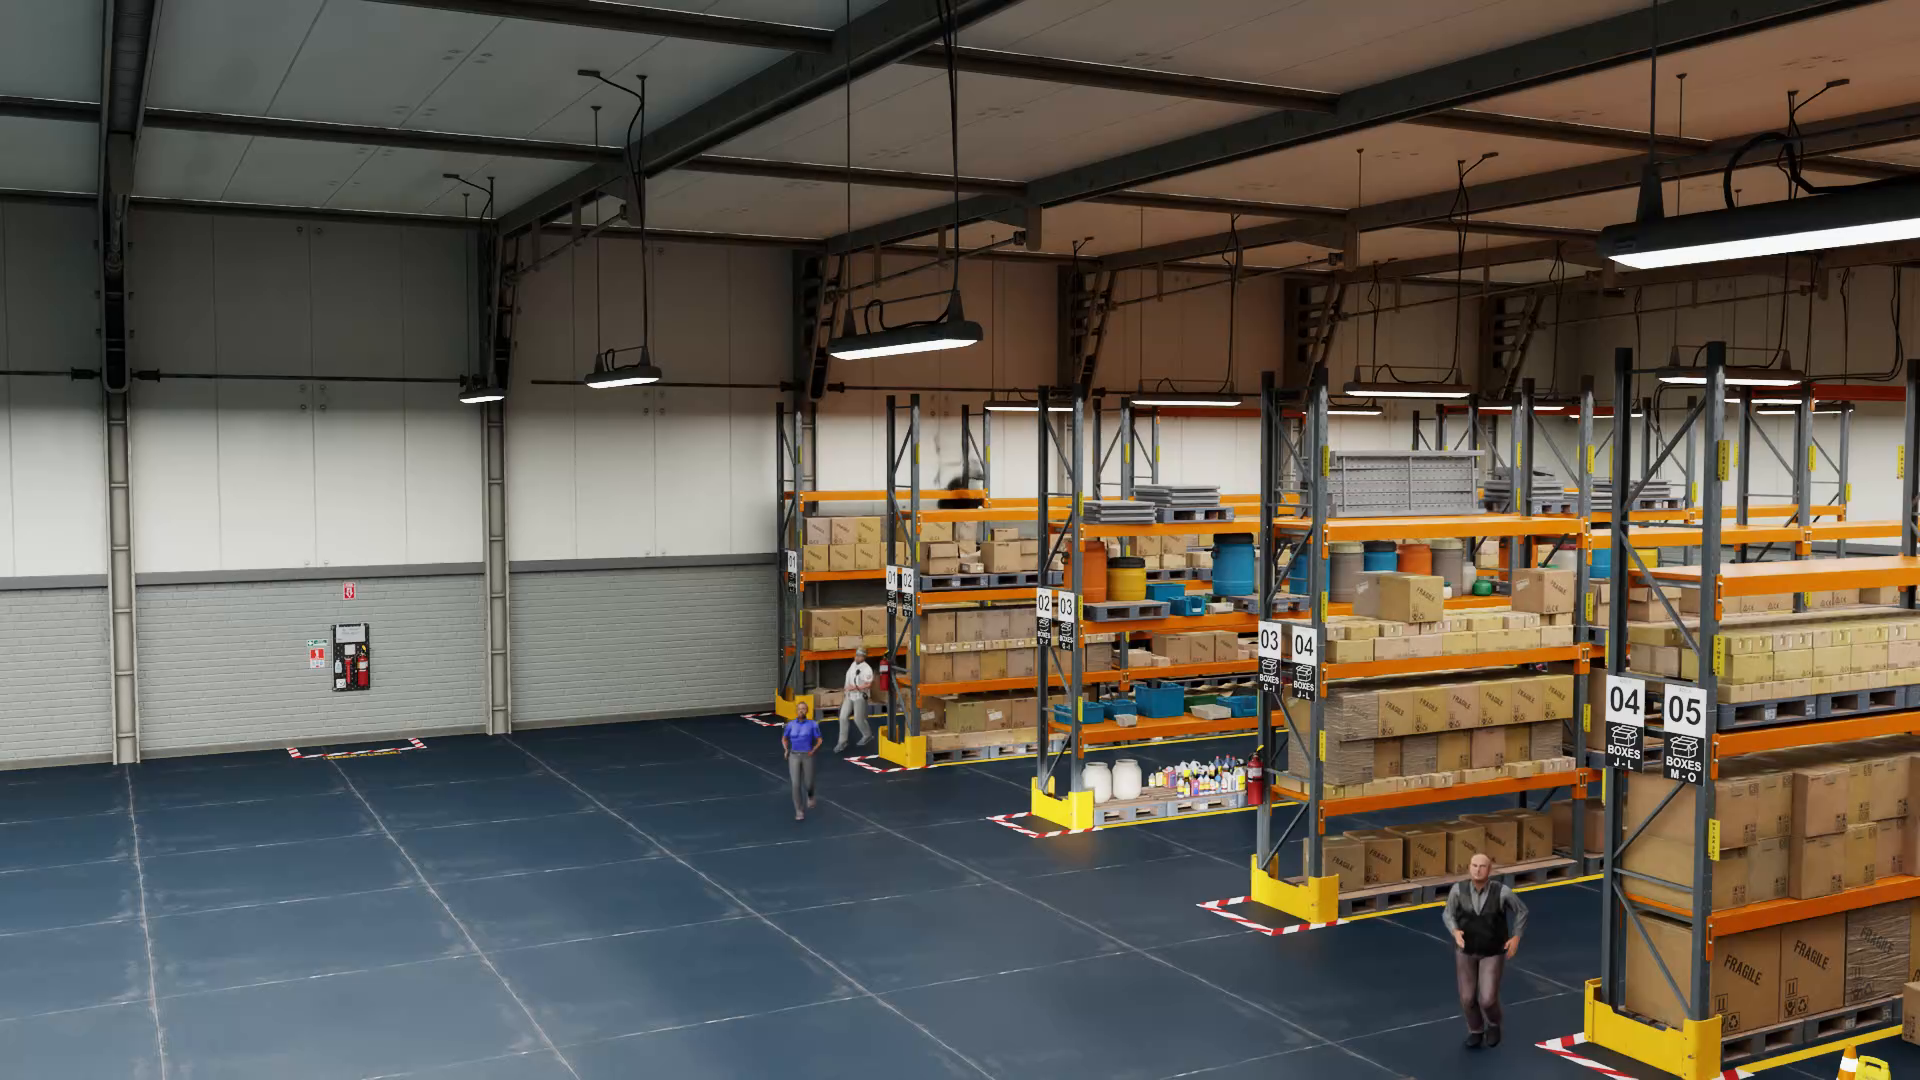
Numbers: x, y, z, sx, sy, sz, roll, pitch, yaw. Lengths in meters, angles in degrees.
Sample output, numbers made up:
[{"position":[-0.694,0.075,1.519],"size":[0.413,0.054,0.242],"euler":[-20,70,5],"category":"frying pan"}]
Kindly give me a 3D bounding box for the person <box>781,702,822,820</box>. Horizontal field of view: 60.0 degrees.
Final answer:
[{"position":[-2.207,3.050,23.138],"size":[0.578,1.605,0.615],"euler":[0,3,1],"category":"person"}]

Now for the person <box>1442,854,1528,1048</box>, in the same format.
[{"position":[4.431,3.510,14.123],"size":[0.687,1.678,0.588],"euler":[2,4,27],"category":"person"}]

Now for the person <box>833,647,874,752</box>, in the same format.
[{"position":[-1.704,2.698,28.238],"size":[0.659,1.800,0.829],"euler":[3,4,40],"category":"person"}]
